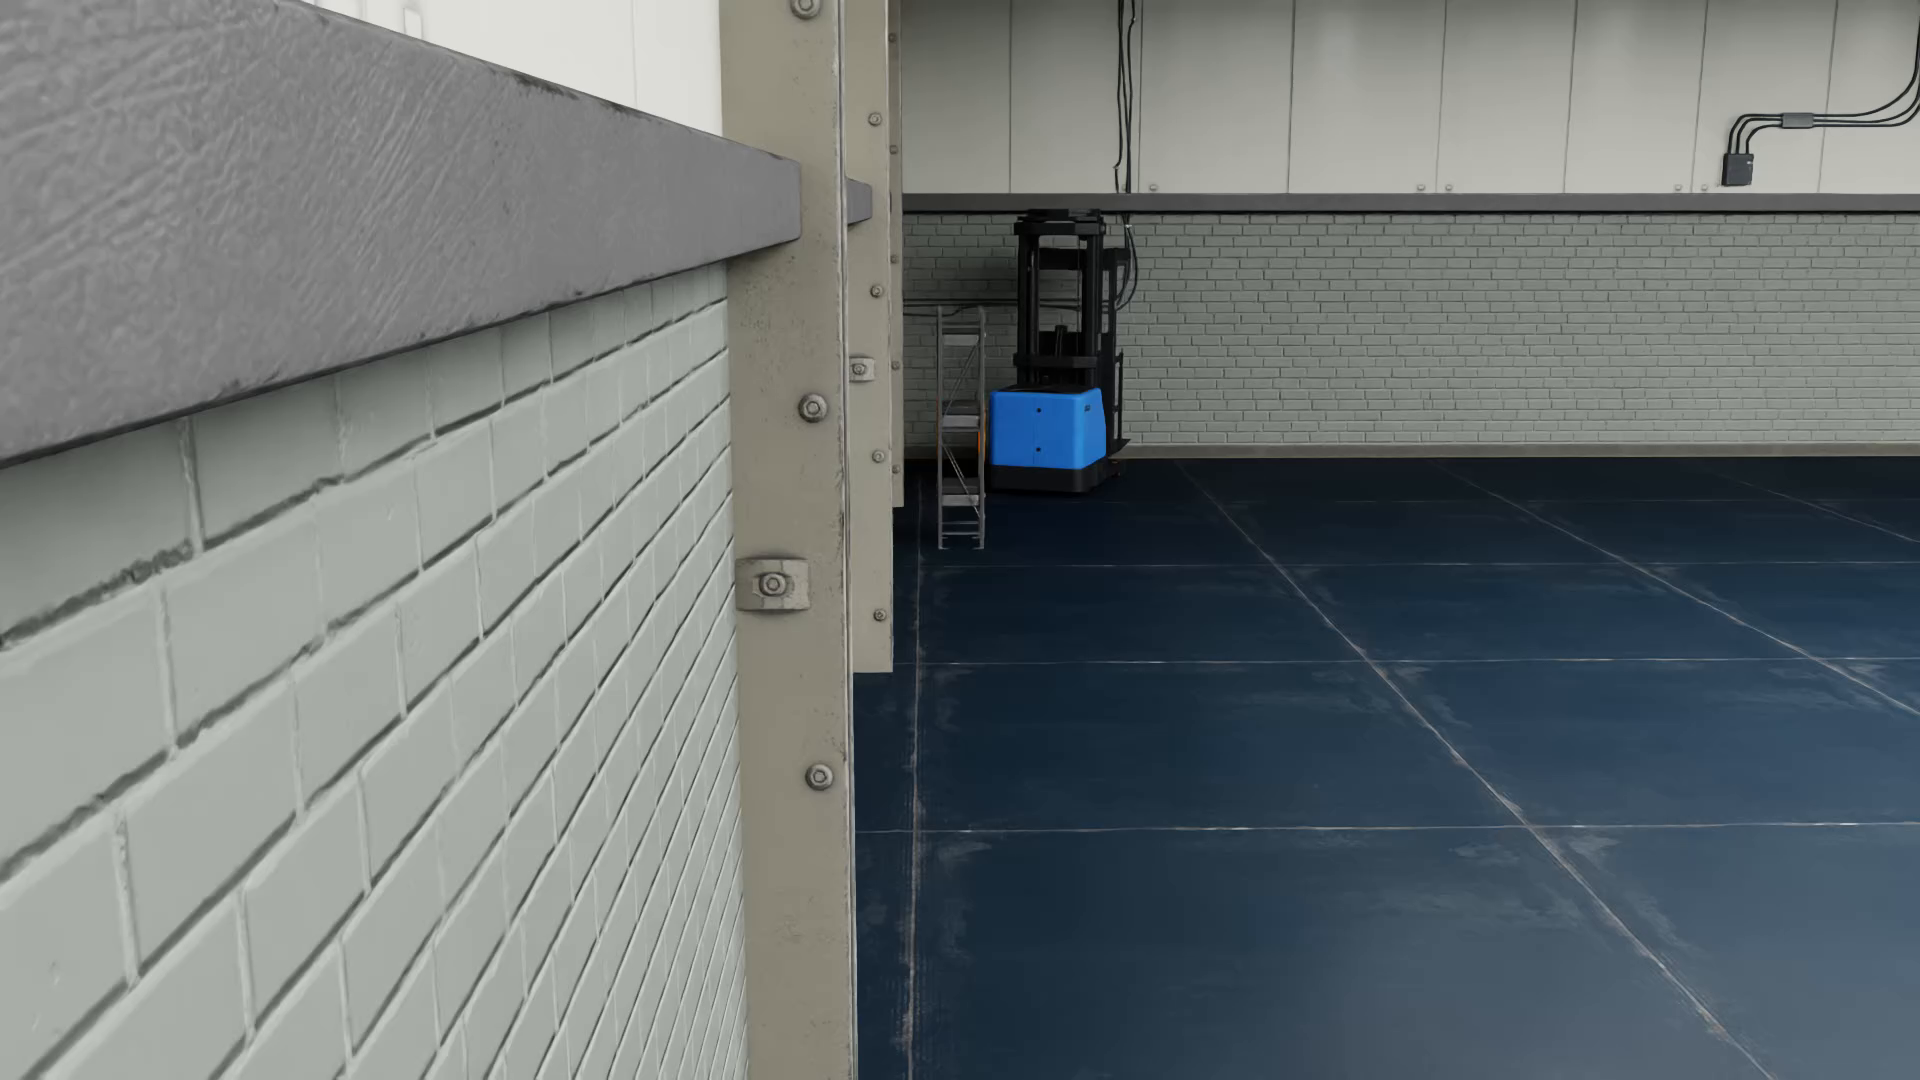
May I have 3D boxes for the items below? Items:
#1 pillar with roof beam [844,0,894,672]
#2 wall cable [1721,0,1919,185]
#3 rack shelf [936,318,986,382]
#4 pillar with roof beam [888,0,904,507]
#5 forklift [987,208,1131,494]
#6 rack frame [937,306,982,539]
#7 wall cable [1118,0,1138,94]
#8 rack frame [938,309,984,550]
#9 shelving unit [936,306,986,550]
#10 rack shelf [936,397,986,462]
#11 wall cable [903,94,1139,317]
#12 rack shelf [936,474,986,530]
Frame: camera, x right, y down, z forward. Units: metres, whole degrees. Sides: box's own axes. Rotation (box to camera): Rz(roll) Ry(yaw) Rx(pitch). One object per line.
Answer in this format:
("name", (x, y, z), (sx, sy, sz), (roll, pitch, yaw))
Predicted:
("pillar with roof beam", (3.706, -3.607, 10.206), (9.100, 9.000, 0.400), (0, 11, -1))
("wall cable", (10.031, -7.076, 18.749), (2.305, 6.003, 0.169), (0, 11, -1))
("rack shelf", (0.003, -1.669, 14.552), (0.431, 0.518, 0.480), (0, 11, -1))
("pillar with roof beam", (3.582, -4.800, 16.085), (9.100, 9.000, 0.400), (0, 11, -1))
("forklift", (1.240, -2.169, 18.379), (1.130, 2.935, 3.031), (4, 12, 18))
("rack frame", (-0.002, -1.045, 14.927), (0.400, 2.100, 0.015), (0, 11, -1))
("wall cable", (3.244, -6.338, 18.772), (3.097, 2.526, 0.112), (0, 11, -1))
("rack frame", (0.008, -0.948, 14.449), (0.400, 2.100, 0.015), (0, 11, -1))
("shelving unit", (0.003, -0.996, 14.688), (0.431, 2.100, 0.503), (0, 11, -1))
("rack shelf", (0.003, -0.983, 14.691), (0.431, 0.518, 0.480), (0, 11, -1))
("wall cable", (0.539, -3.851, 19.219), (3.097, 2.526, 0.112), (0, 11, -1))
("rack shelf", (0.003, -0.297, 14.830), (0.431, 0.518, 0.480), (0, 11, -1))
